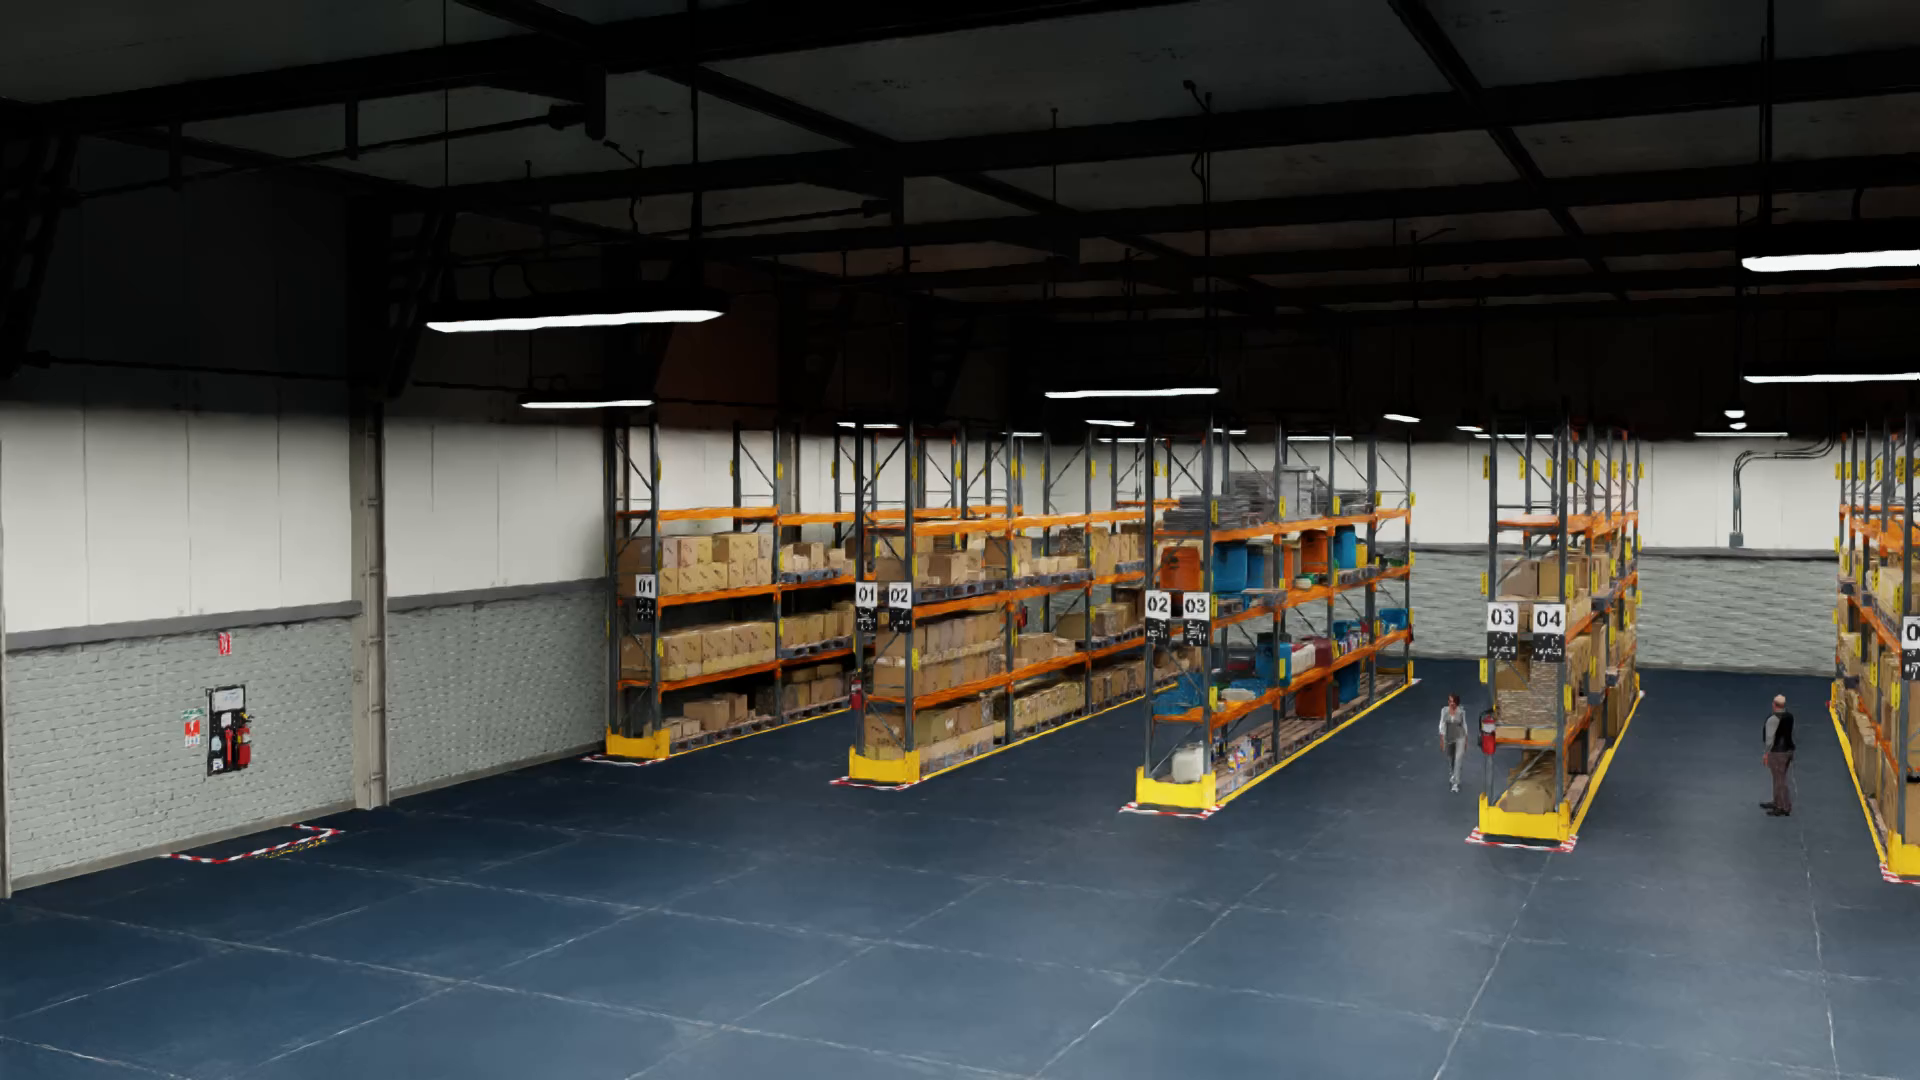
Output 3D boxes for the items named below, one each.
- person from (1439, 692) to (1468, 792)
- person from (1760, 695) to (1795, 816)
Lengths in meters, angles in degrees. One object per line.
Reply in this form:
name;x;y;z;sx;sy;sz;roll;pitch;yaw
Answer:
person;7.727;3.131;26.070;0.417;1.517;1.036;1;3;28
person;11.890;3.107;24.211;0.618;1.719;0.572;-2;3;-37
